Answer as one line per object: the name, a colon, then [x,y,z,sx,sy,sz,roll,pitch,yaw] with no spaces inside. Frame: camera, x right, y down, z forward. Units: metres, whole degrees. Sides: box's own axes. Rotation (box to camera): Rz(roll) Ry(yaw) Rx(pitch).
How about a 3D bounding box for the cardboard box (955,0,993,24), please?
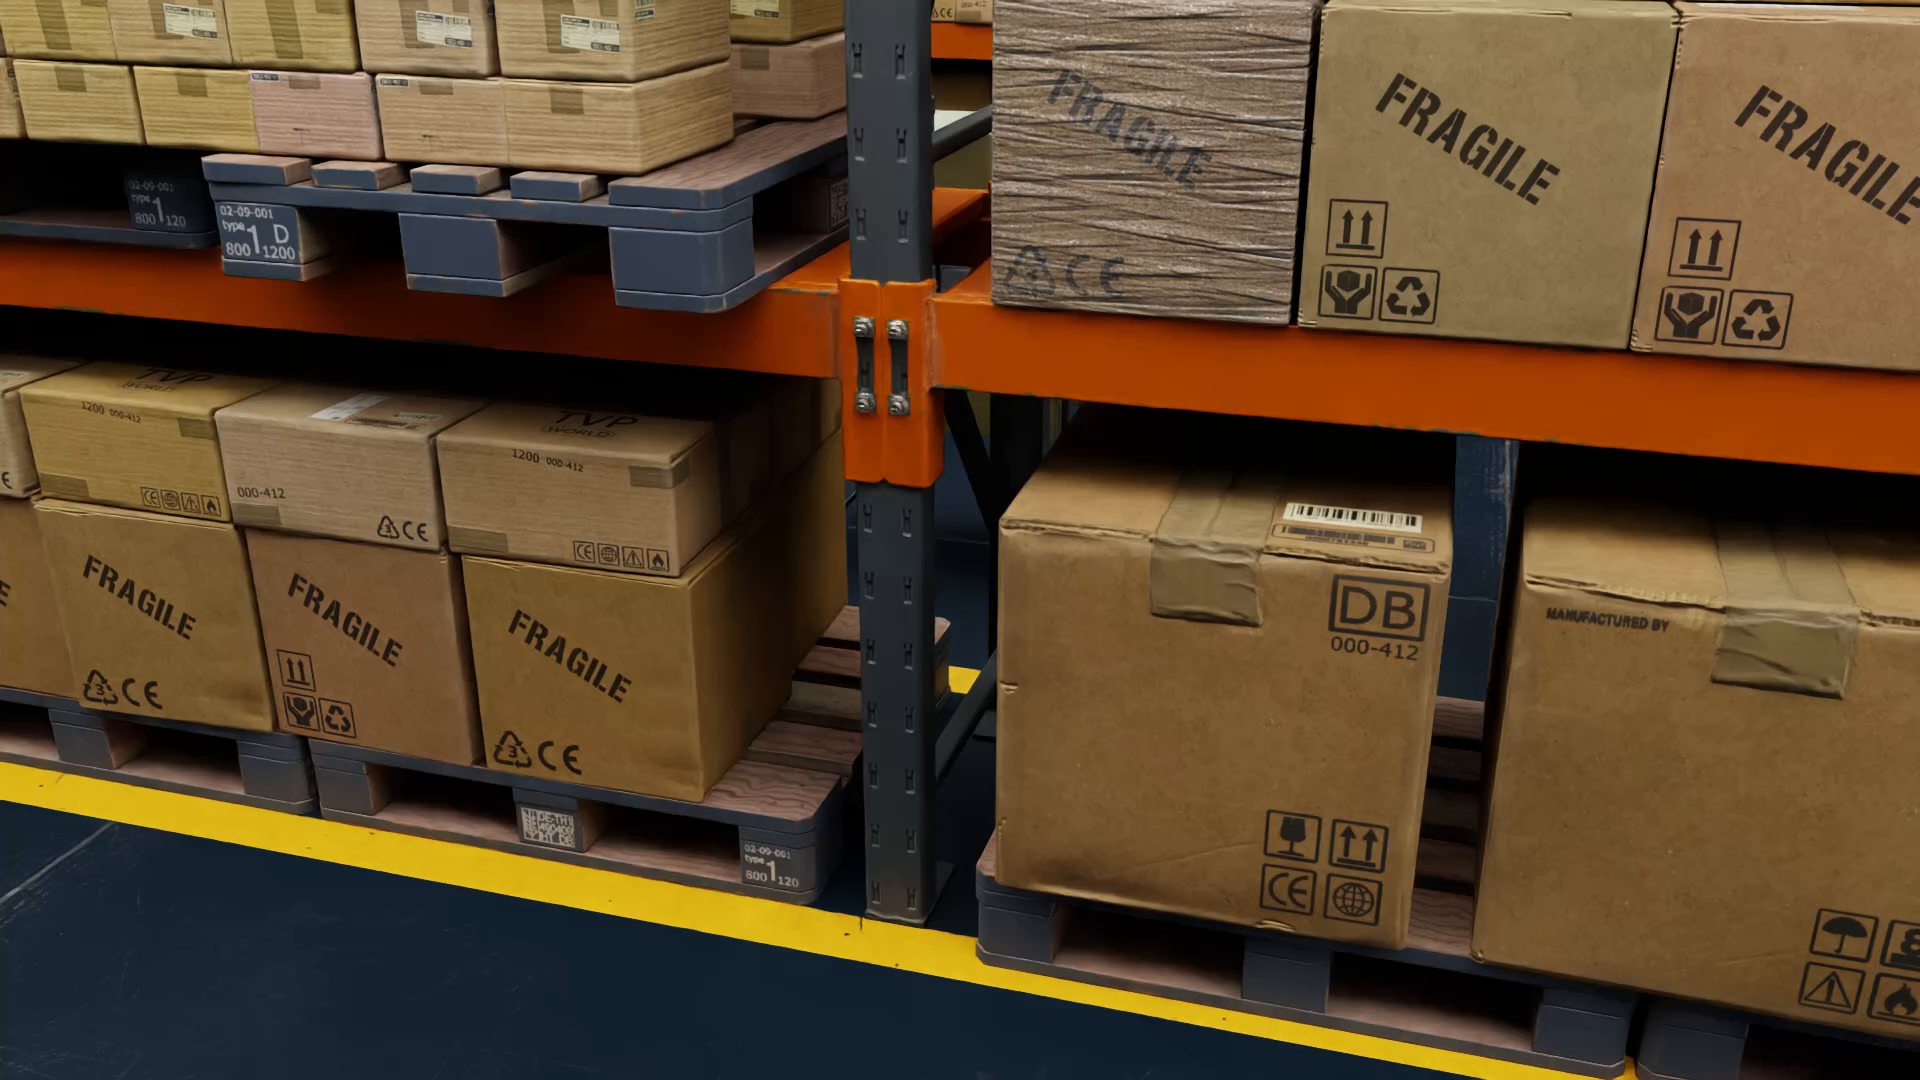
cardboard box: [0.291,-2.542,7.713,0.500,0.250,0.500,7,23,16]

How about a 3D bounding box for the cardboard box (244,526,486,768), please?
cardboard box: [-1.190,0.136,3.726,0.500,0.500,0.500,8,23,18]

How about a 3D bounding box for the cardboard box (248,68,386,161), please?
cardboard box: [-1.077,-0.812,3.074,0.250,0.149,0.380,7,23,16]

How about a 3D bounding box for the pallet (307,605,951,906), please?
pallet: [-0.737,0.413,3.985,1.213,0.211,1.003,7,23,16]

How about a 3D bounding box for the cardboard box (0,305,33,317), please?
cardboard box: [-2.544,-0.563,4.442,0.500,0.250,0.500,8,24,18]

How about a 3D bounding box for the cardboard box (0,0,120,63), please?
cardboard box: [-1.579,-1.007,3.159,0.250,0.149,0.380,6,23,15]

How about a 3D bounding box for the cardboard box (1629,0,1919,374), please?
cardboard box: [1.333,-0.580,2.599,0.500,0.500,0.500,7,23,15]

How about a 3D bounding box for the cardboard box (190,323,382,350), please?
cardboard box: [-1.535,-0.454,4.175,0.500,0.250,0.500,7,23,16]

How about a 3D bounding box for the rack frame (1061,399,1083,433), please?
rack frame: [0.357,-0.653,4.886,0.023,1.500,0.400,7,23,16]

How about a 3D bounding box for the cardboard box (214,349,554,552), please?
cardboard box: [-1.206,-0.207,3.573,0.500,0.250,0.500,7,23,16]

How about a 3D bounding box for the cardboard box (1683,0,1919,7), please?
cardboard box: [1.415,-1.136,2.639,0.500,0.500,0.700,6,23,15]

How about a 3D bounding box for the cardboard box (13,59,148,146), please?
cardboard box: [-1.573,-0.869,3.215,0.250,0.149,0.380,6,23,13]

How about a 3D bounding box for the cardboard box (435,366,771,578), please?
cardboard box: [-0.719,-0.155,3.448,0.500,0.250,0.500,6,23,14]

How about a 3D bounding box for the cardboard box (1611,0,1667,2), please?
cardboard box: [0.923,-1.192,2.774,0.500,0.500,0.700,6,23,15]

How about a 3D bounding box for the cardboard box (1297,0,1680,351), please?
cardboard box: [0.851,-0.635,2.734,0.500,0.500,0.500,6,23,15]

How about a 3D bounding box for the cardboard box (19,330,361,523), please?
cardboard box: [-1.688,-0.268,3.723,0.500,0.250,0.500,7,23,17]

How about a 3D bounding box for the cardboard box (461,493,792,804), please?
cardboard box: [-0.694,0.194,3.584,0.500,0.500,0.500,6,23,15]

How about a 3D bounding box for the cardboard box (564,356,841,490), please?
cardboard box: [-0.579,-0.339,3.896,0.500,0.250,0.500,5,23,13]

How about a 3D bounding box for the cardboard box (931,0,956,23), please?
cardboard box: [-0.186,-2.603,7.862,0.500,0.250,0.500,6,23,15]

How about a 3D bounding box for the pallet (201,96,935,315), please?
pallet: [-0.702,-0.741,3.378,1.003,0.211,1.213,7,23,16]

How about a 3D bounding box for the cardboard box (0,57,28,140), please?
cardboard box: [-1.820,-0.898,3.285,0.250,0.149,0.380,7,23,17]

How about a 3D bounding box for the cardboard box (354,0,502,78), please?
cardboard box: [-0.849,-0.924,2.955,0.250,0.149,0.380,7,23,18]

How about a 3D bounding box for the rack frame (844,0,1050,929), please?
rack frame: [0.011,-0.791,3.245,0.127,3.000,1.000,7,23,16]

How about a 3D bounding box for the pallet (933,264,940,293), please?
pallet: [-0.553,-1.558,8.791,1.213,0.211,1.003,7,23,16]

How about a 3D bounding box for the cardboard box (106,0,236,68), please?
cardboard box: [-1.341,-0.979,3.091,0.250,0.149,0.380,7,23,16]

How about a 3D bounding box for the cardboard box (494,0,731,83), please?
cardboard box: [-0.593,-0.895,2.885,0.250,0.149,0.380,7,23,17]

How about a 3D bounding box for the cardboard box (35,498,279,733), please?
cardboard box: [-1.701,0.084,3.853,0.500,0.500,0.500,5,23,13]

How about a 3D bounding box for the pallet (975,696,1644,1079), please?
pallet: [0.744,0.613,3.497,1.213,0.211,1.003,7,23,16]

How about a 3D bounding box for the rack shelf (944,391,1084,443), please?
rack shelf: [0.006,-0.392,5.107,0.720,0.370,0.431,7,23,16]

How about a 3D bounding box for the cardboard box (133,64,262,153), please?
cardboard box: [-1.315,-0.840,3.144,0.250,0.149,0.380,6,23,15]

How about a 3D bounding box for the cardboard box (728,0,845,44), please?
cardboard box: [-0.393,-1.132,3.464,0.250,0.149,0.380,8,24,18]

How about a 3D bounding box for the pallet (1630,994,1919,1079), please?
pallet: [1.908,0.748,3.169,1.213,0.211,1.003,7,23,16]

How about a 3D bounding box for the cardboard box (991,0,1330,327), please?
cardboard box: [0.363,-0.690,2.867,0.500,0.500,0.500,7,23,16]

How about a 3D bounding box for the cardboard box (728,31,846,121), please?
cardboard box: [-0.359,-0.991,3.512,0.250,0.149,0.380,6,23,15]

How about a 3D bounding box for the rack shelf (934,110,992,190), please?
rack shelf: [0.006,-1.054,4.836,0.720,0.370,0.431,7,23,16]

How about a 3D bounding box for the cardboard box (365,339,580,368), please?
cardboard box: [-1.065,-0.395,4.032,0.500,0.250,0.500,6,23,15]

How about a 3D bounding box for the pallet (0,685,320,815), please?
pallet: [-1.901,0.279,4.312,1.213,0.211,1.003,7,23,16]

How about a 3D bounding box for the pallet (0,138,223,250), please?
pallet: [-1.896,-0.904,3.774,1.213,0.211,1.003,7,23,16]

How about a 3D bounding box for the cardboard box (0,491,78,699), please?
cardboard box: [-2.175,0.020,4.009,0.500,0.500,0.500,7,23,16]

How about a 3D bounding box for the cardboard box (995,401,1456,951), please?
cardboard box: [0.568,0.155,3.350,0.750,0.750,1.050,6,23,15]

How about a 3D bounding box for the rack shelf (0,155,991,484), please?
rack shelf: [-1.904,-0.677,3.916,4.000,0.370,1.077,7,23,16]

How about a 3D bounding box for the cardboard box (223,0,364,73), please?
cardboard box: [-1.102,-0.952,3.023,0.250,0.149,0.380,7,23,17]

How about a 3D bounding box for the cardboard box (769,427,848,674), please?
cardboard box: [-0.592,0.001,4.055,0.500,0.500,0.500,6,23,13]

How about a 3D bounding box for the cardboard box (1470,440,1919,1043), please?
cardboard box: [1.406,0.250,3.119,0.750,0.750,1.050,7,23,16]

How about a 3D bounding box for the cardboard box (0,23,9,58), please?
cardboard box: [-1.829,-1.036,3.228,0.250,0.149,0.380,7,23,17]

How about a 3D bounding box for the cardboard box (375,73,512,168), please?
cardboard box: [-0.831,-0.784,3.006,0.250,0.149,0.380,6,23,15]

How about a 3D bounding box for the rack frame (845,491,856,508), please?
rack frame: [-0.344,-0.733,5.081,0.023,1.500,0.400,7,23,16]

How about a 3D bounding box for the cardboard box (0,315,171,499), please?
cardboard box: [-2.190,-0.322,3.855,0.500,0.250,0.500,7,23,18]

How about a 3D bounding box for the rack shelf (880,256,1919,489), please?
rack shelf: [1.926,-0.239,2.847,4.000,0.370,1.077,7,23,16]

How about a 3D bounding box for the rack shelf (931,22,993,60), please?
rack shelf: [-0.570,-2.487,8.328,4.000,0.370,1.077,7,23,16]

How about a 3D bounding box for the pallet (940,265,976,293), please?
pallet: [0.611,-1.424,8.463,1.213,0.211,1.003,7,23,16]

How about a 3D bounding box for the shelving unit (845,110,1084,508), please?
shelving unit: [0.006,-0.693,4.984,0.755,1.500,0.431,7,23,16]

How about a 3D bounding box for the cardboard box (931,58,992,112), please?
cardboard box: [-0.146,-2.017,8.481,0.875,0.875,0.875,7,23,16]

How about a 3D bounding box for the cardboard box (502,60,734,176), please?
cardboard box: [-0.594,-0.756,2.938,0.250,0.149,0.380,7,23,16]

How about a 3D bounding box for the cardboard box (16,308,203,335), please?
cardboard box: [-2.034,-0.510,4.314,0.500,0.250,0.500,5,23,13]
